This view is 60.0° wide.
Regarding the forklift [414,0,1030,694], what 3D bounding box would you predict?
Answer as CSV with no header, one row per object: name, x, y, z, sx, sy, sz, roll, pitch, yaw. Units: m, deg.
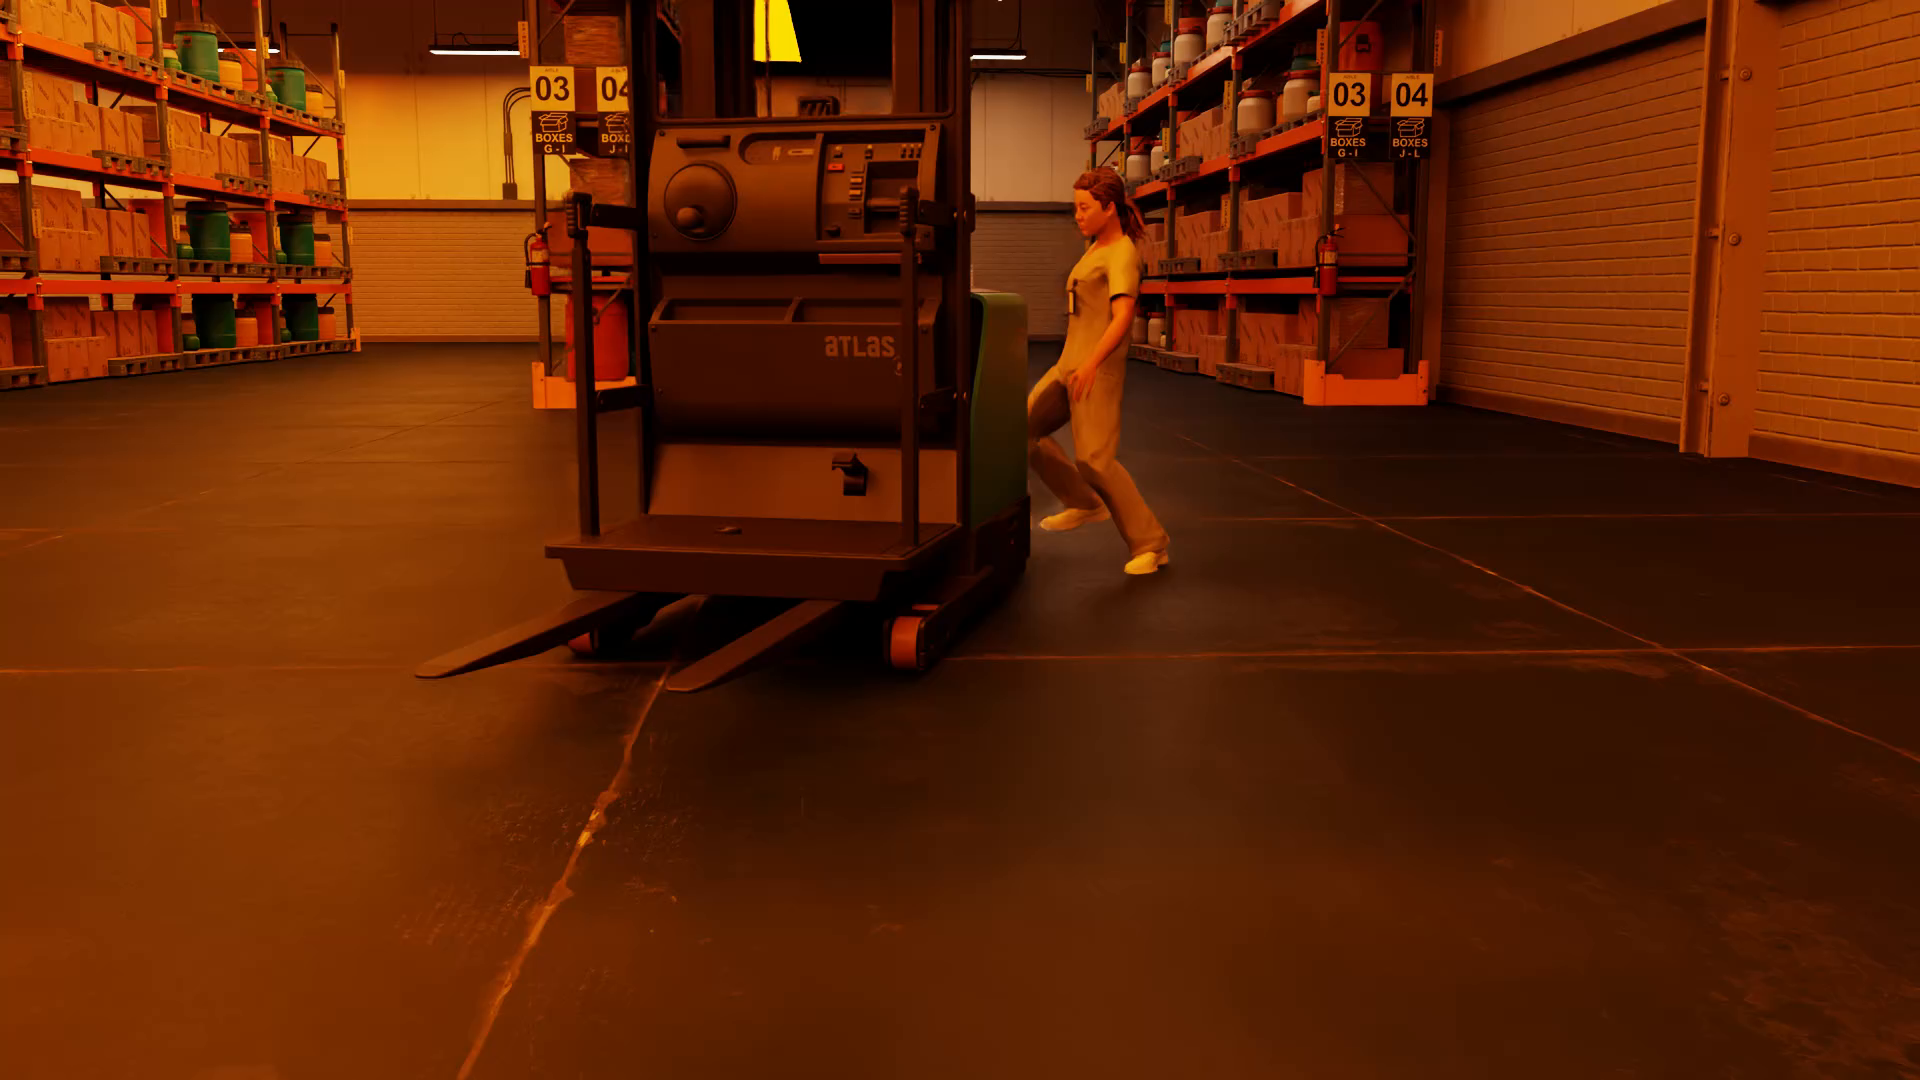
forklift,-0.563,-1.131,4.945,1.130,2.935,3.031,2,9,13

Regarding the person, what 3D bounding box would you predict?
person,0.523,-0.685,6.674,0.587,1.573,0.824,-1,9,-8
